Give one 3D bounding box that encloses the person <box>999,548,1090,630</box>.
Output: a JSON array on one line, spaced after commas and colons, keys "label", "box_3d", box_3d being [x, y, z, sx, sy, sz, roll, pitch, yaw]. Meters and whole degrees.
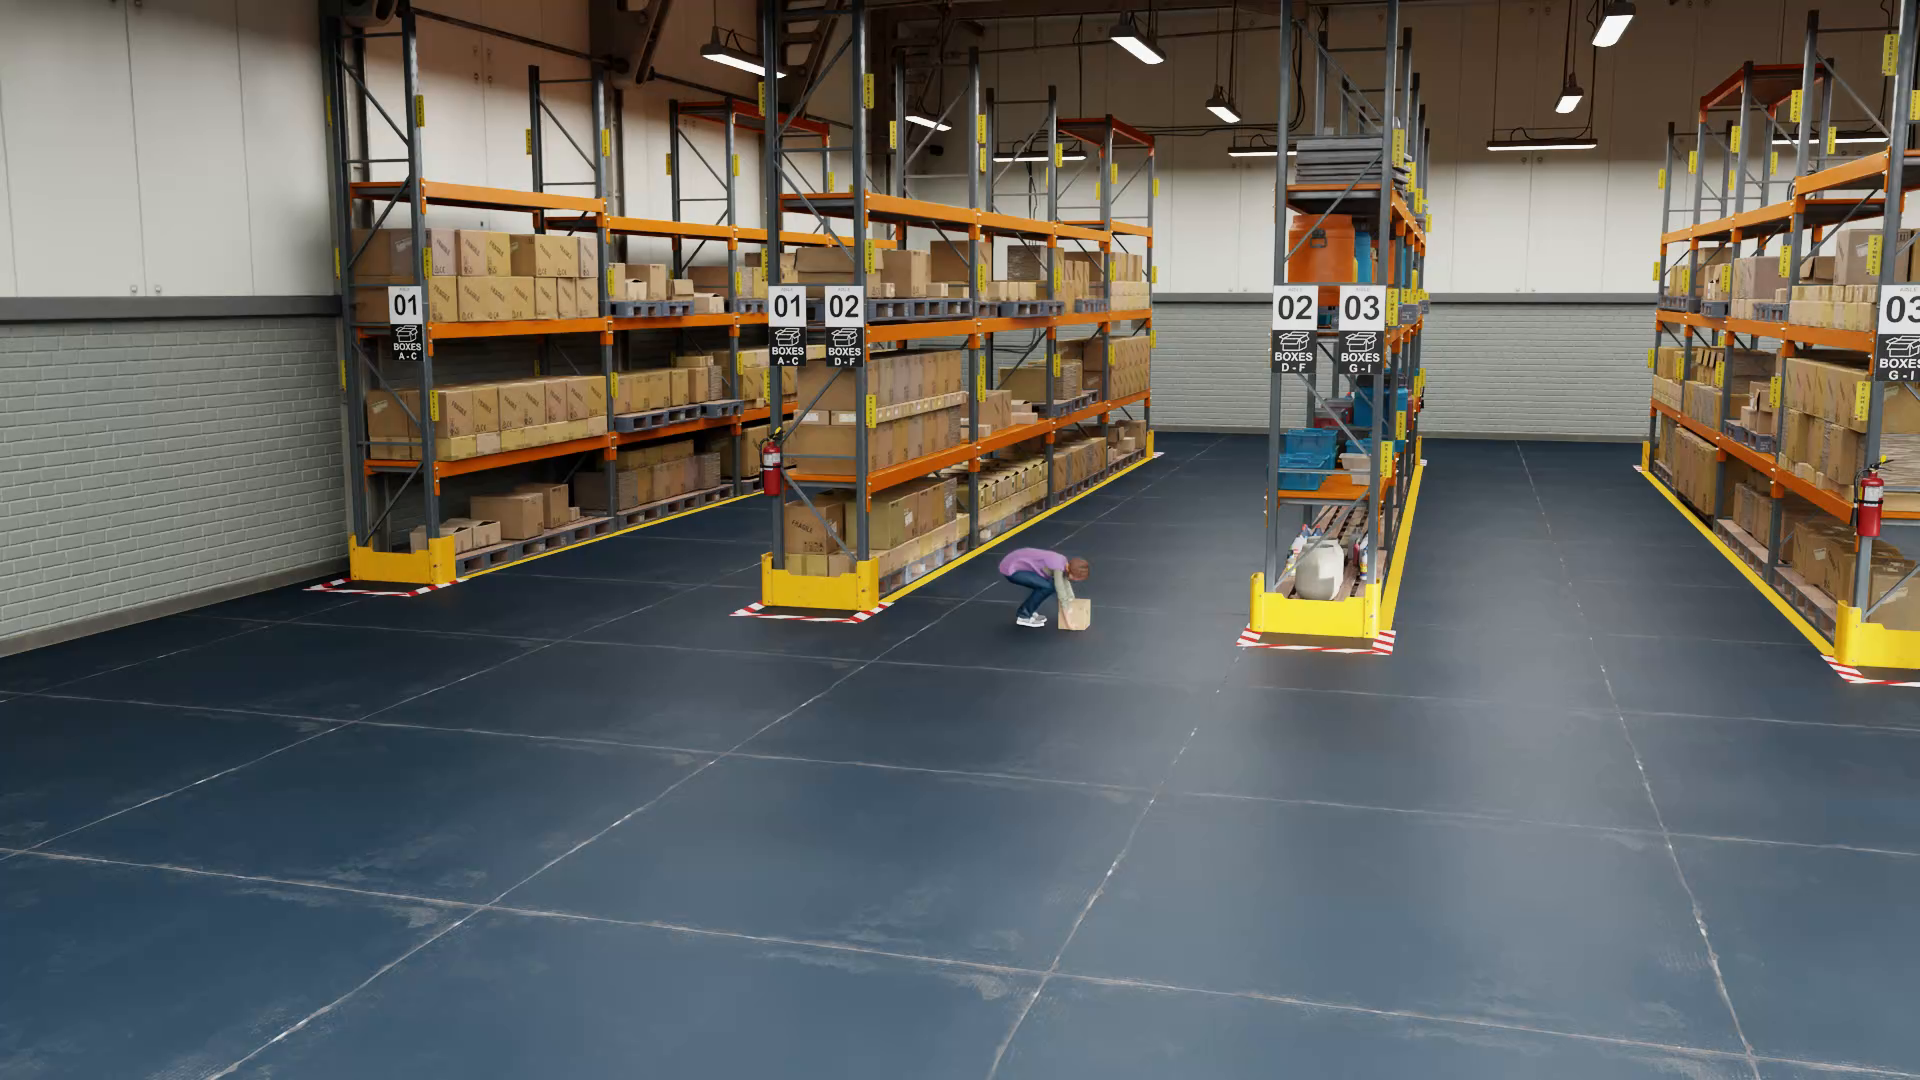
[{"label": "person", "box_3d": [0.804, 0.458, 15.803, 0.873, 0.759, 0.423, 2, 9, 14]}]
